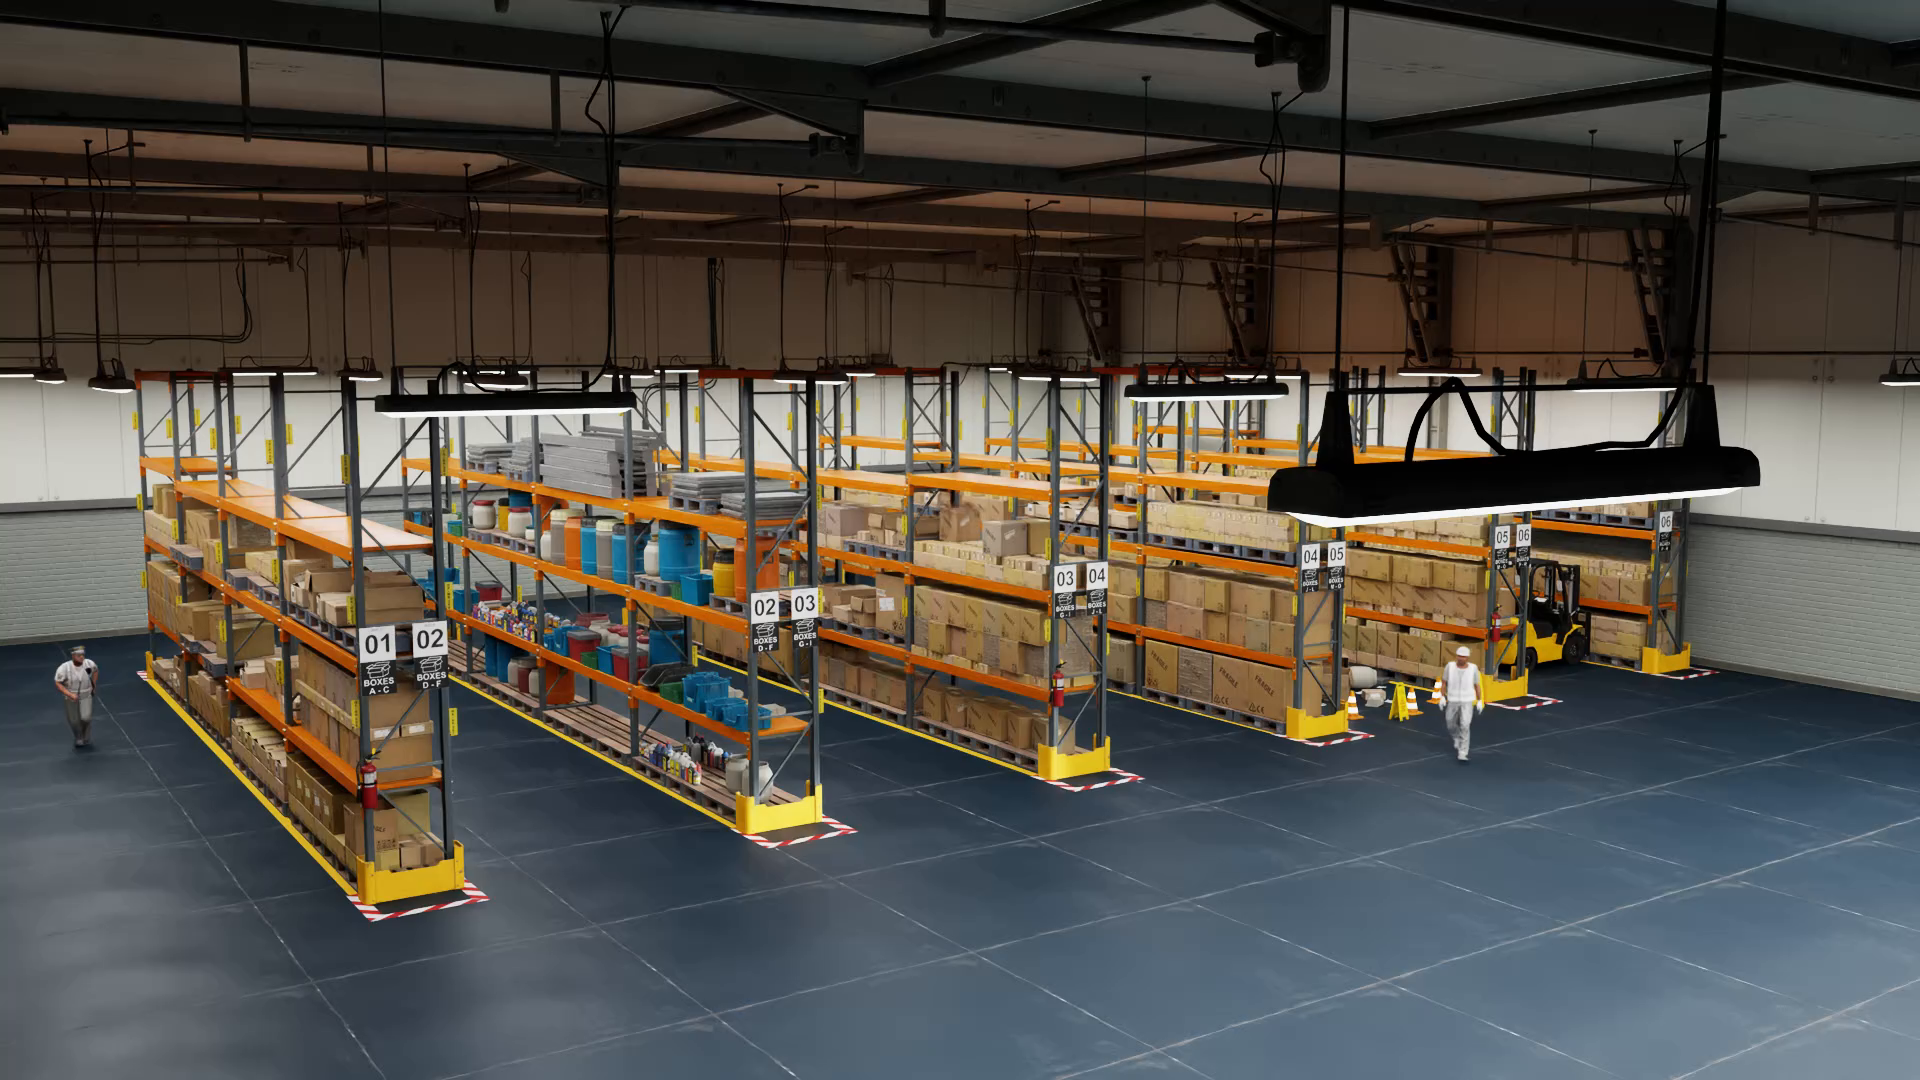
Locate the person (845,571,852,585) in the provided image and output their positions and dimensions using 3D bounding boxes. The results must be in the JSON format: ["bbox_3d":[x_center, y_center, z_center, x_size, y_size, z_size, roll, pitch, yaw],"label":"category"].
[{"bbox_3d":[-2.799,0.731,42.456,0.449,1.590,0.449,-5,8,-37],"label":"person"}]

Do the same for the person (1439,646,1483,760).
[{"bbox_3d":[7.867,2.519,26.076,0.650,1.769,0.840,3,7,26],"label":"person"}]

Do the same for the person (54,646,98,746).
[{"bbox_3d":[-14.150,2.494,26.668,0.617,1.683,0.735,-3,7,-25],"label":"person"}]
